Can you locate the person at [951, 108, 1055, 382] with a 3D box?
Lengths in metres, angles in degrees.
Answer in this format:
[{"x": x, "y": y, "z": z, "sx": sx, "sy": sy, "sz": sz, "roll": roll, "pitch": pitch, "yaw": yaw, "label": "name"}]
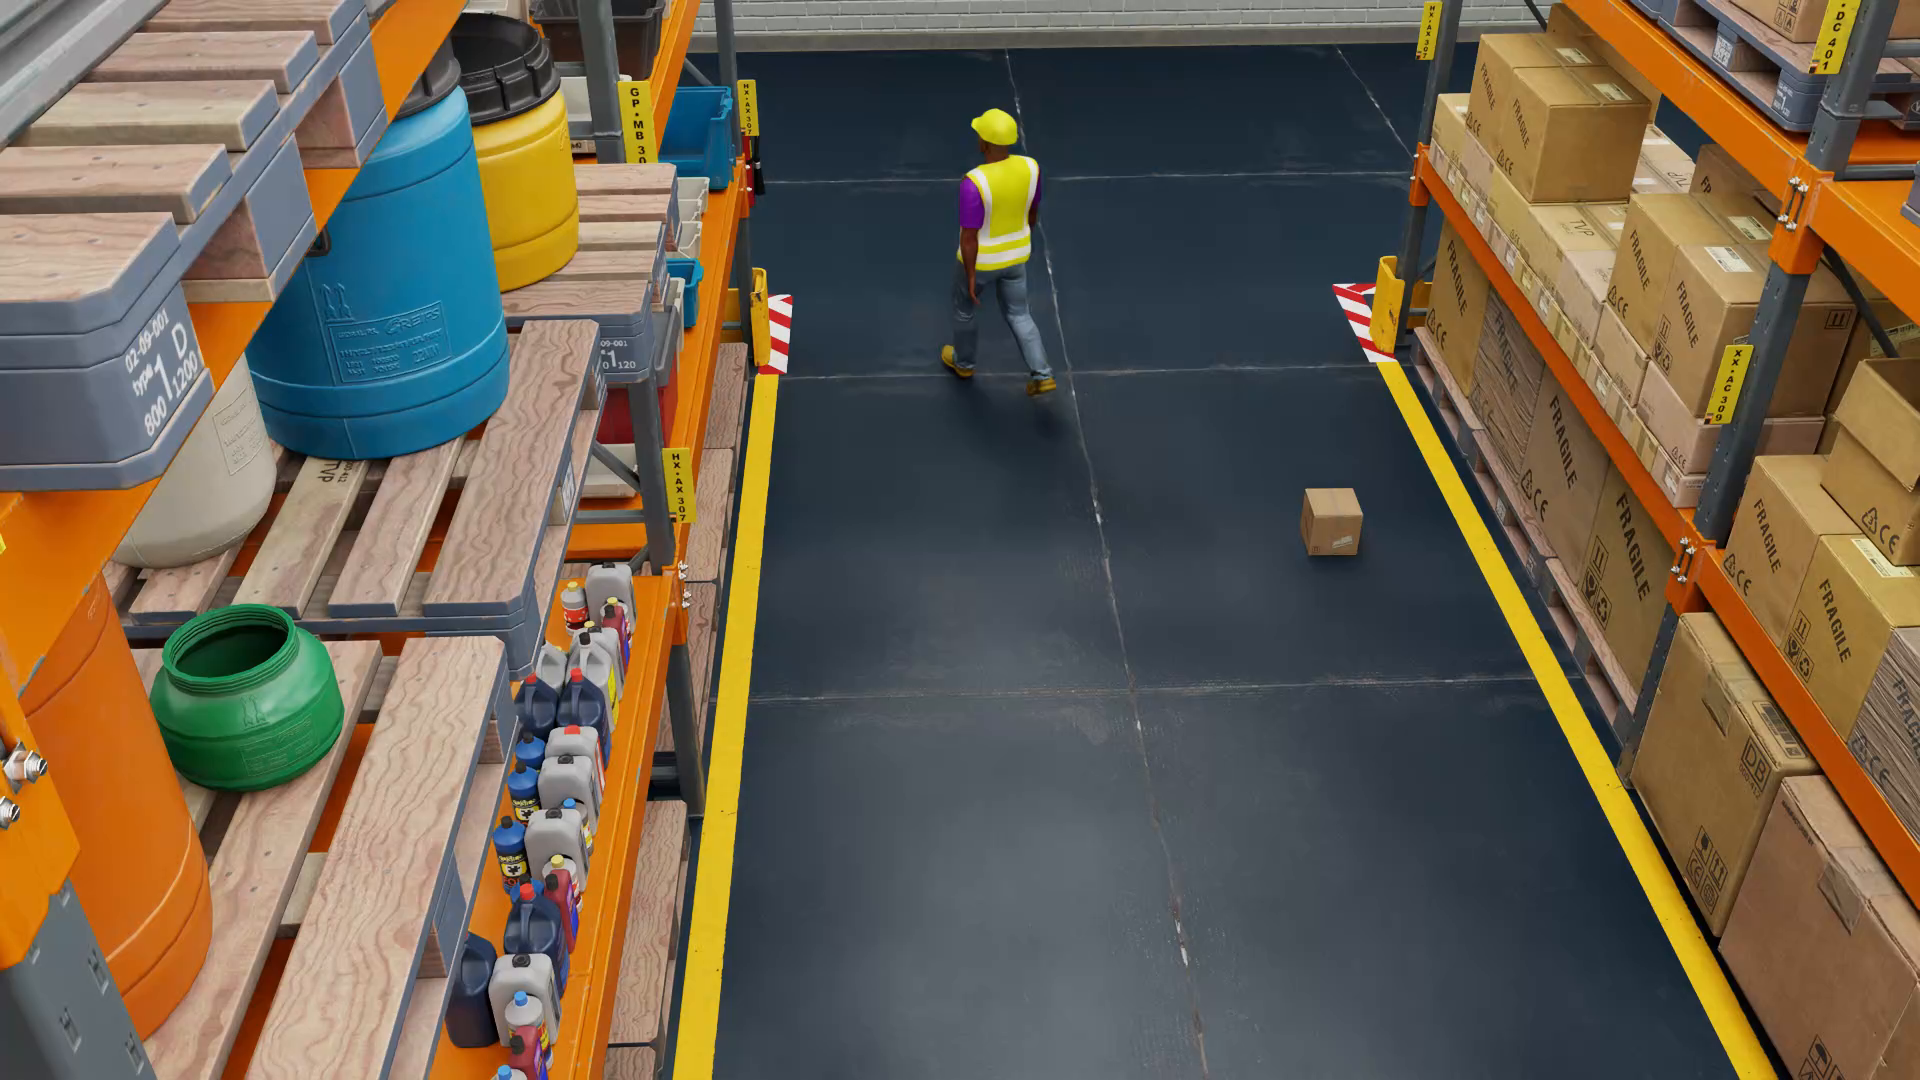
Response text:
[{"x": 0.245, "y": -1.611, "z": 9.413, "sx": 0.559, "sy": 1.670, "sz": 0.790, "roll": -18, "pitch": 39, "yaw": -24, "label": "person"}]
